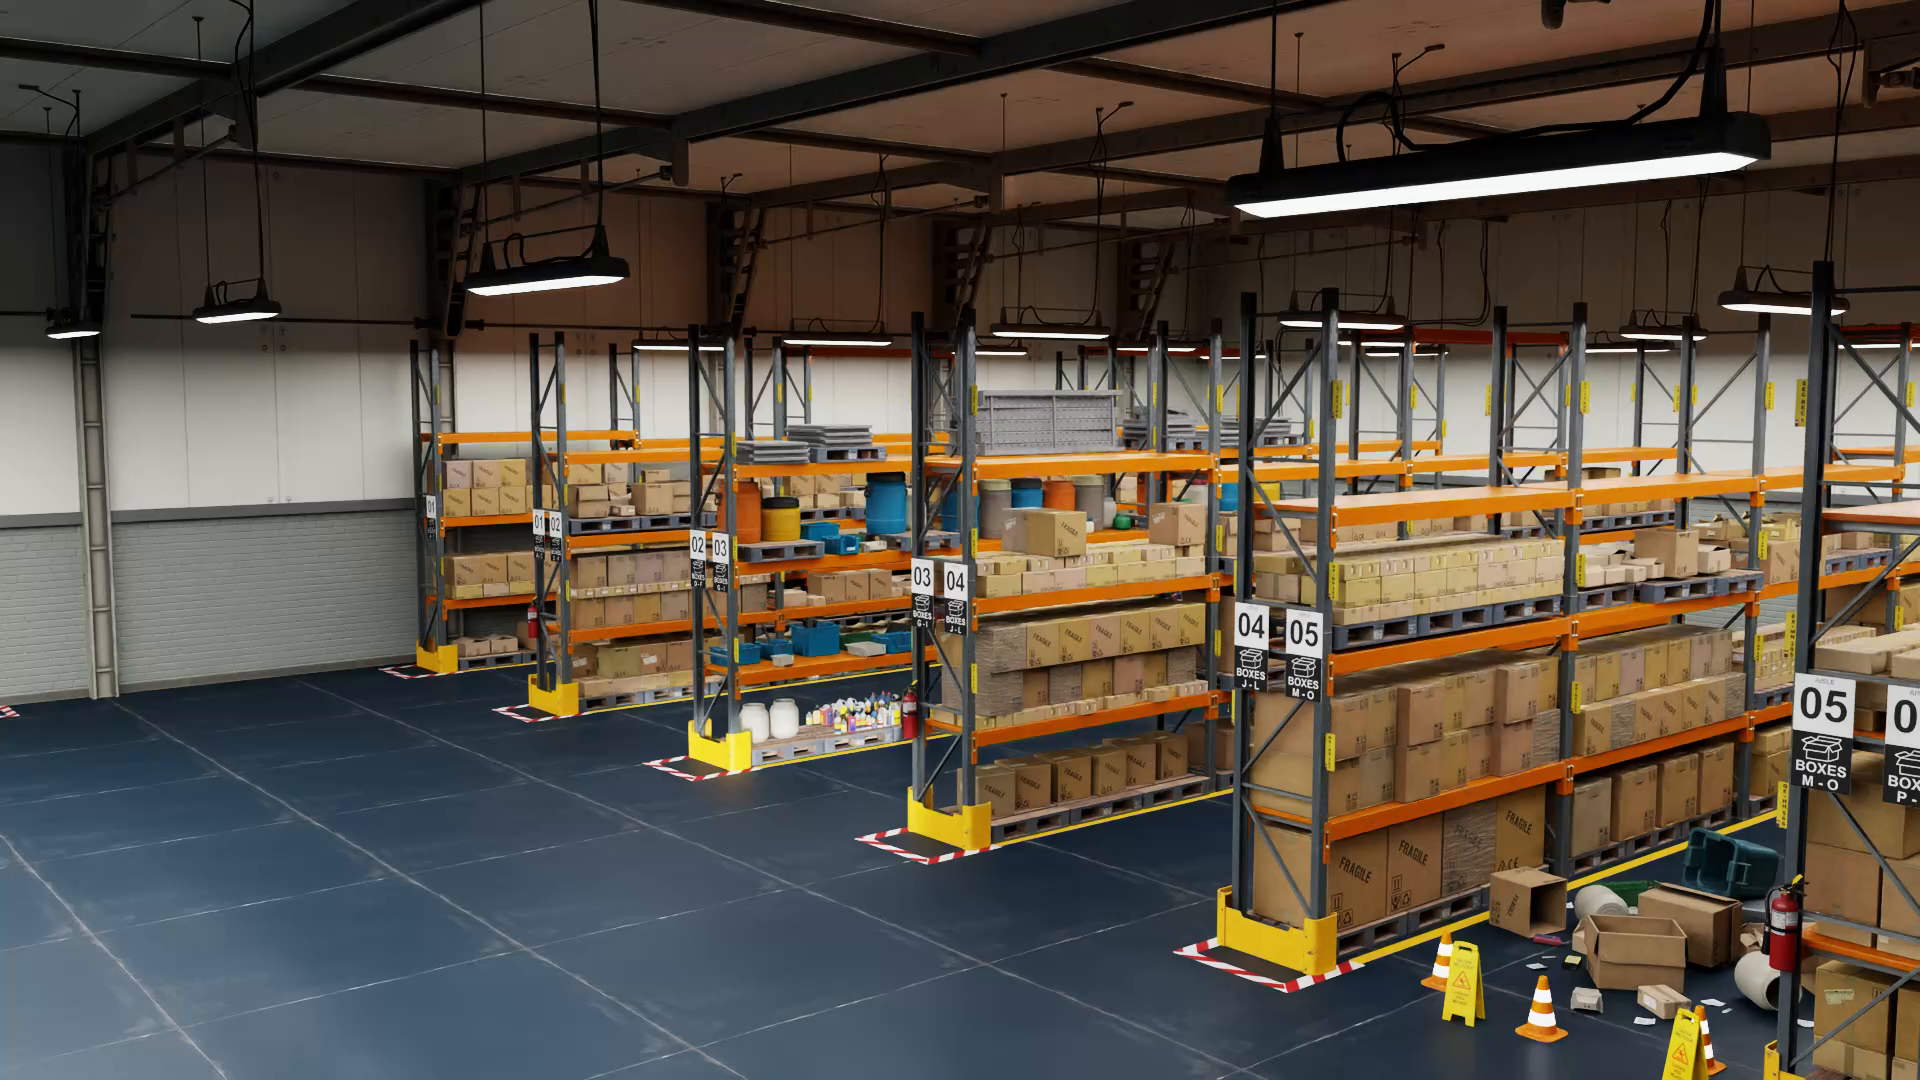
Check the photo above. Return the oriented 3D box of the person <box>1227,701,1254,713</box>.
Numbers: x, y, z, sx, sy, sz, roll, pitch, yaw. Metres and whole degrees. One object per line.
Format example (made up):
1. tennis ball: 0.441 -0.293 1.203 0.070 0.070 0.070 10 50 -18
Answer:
1. person: 4.208 2.056 25.253 0.795 1.517 0.578 -3 6 -27
